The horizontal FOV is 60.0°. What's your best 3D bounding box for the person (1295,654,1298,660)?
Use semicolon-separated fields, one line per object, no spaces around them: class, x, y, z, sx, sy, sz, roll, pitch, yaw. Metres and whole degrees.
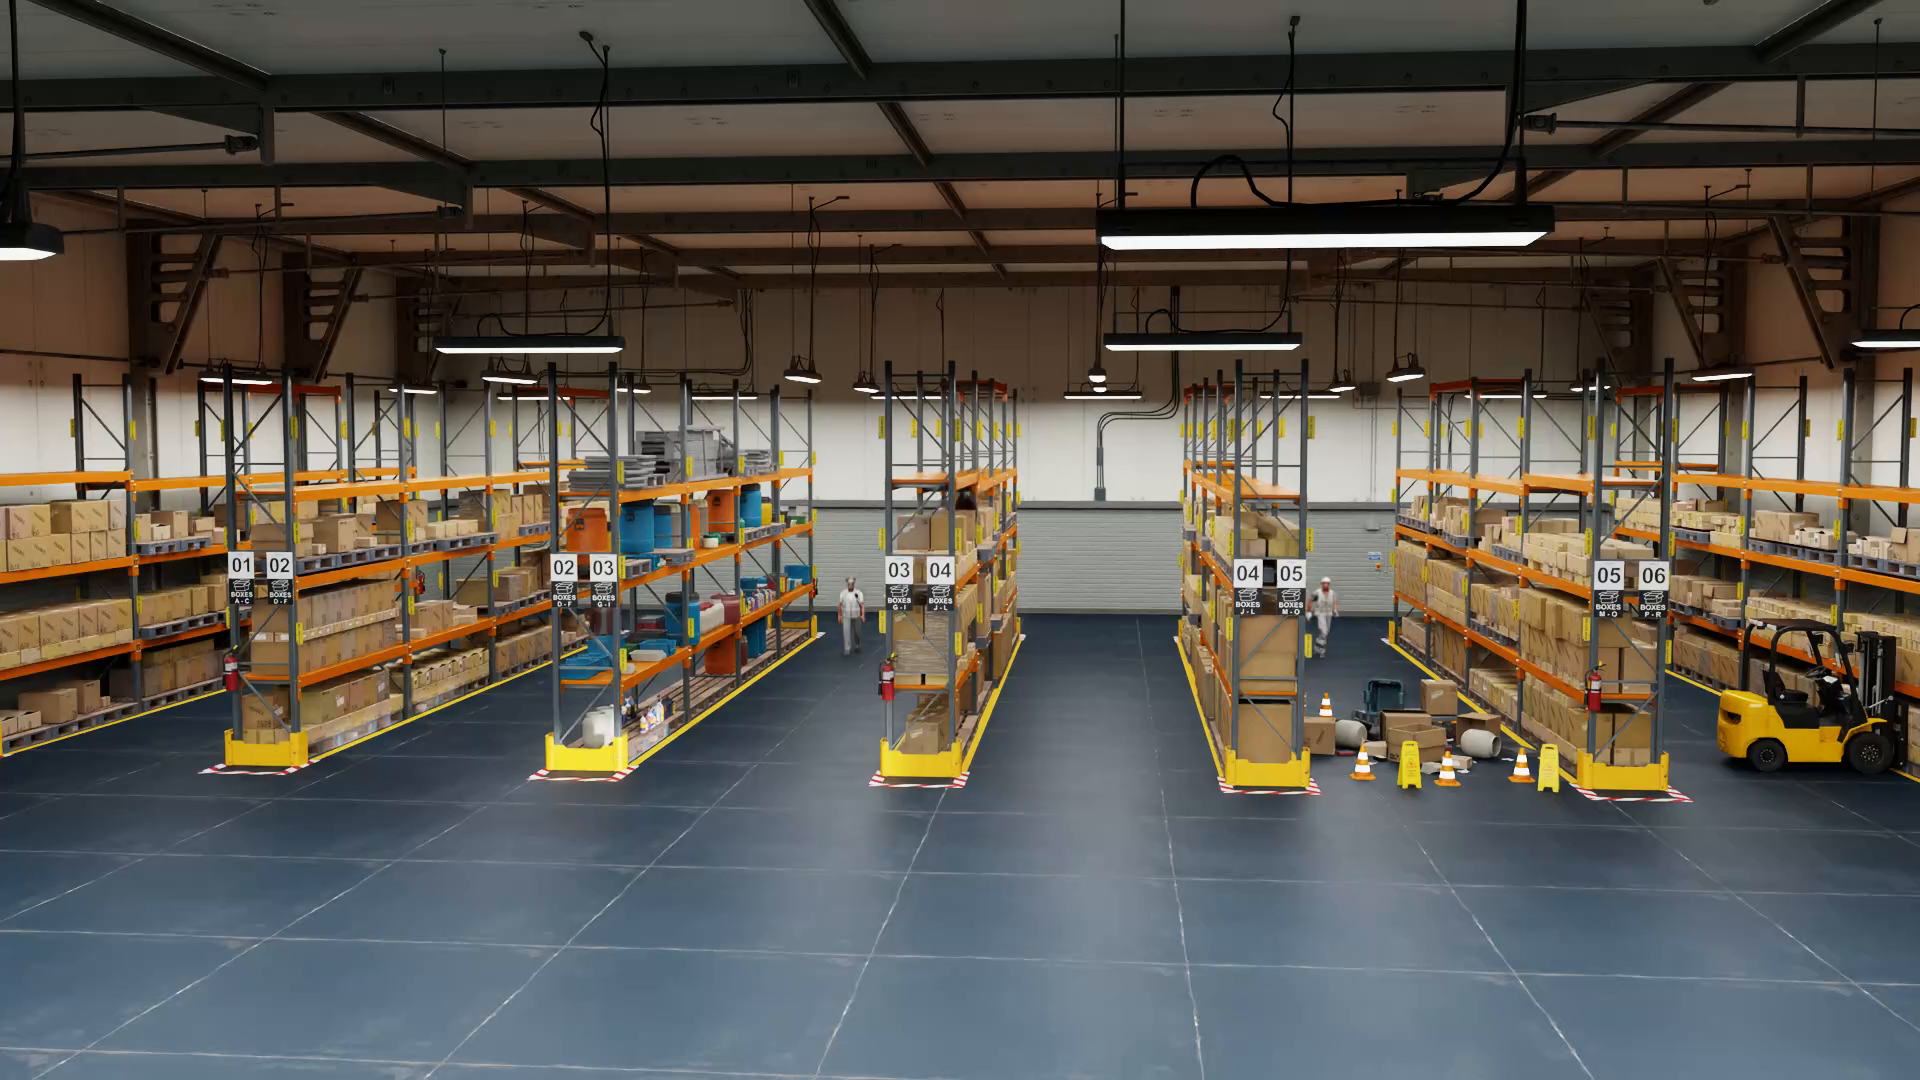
person;7.351;1.747;36.372;0.388;1.731;0.619;1;4;9

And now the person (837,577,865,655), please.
person;-2.440;1.690;37.268;0.644;1.726;1.086;0;4;1

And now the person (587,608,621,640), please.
person;-7.287;1.899;34.029;0.741;1.728;1.162;0;4;1

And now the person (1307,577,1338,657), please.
person;8.105;1.745;37.007;0.581;1.849;0.770;-1;4;-20
